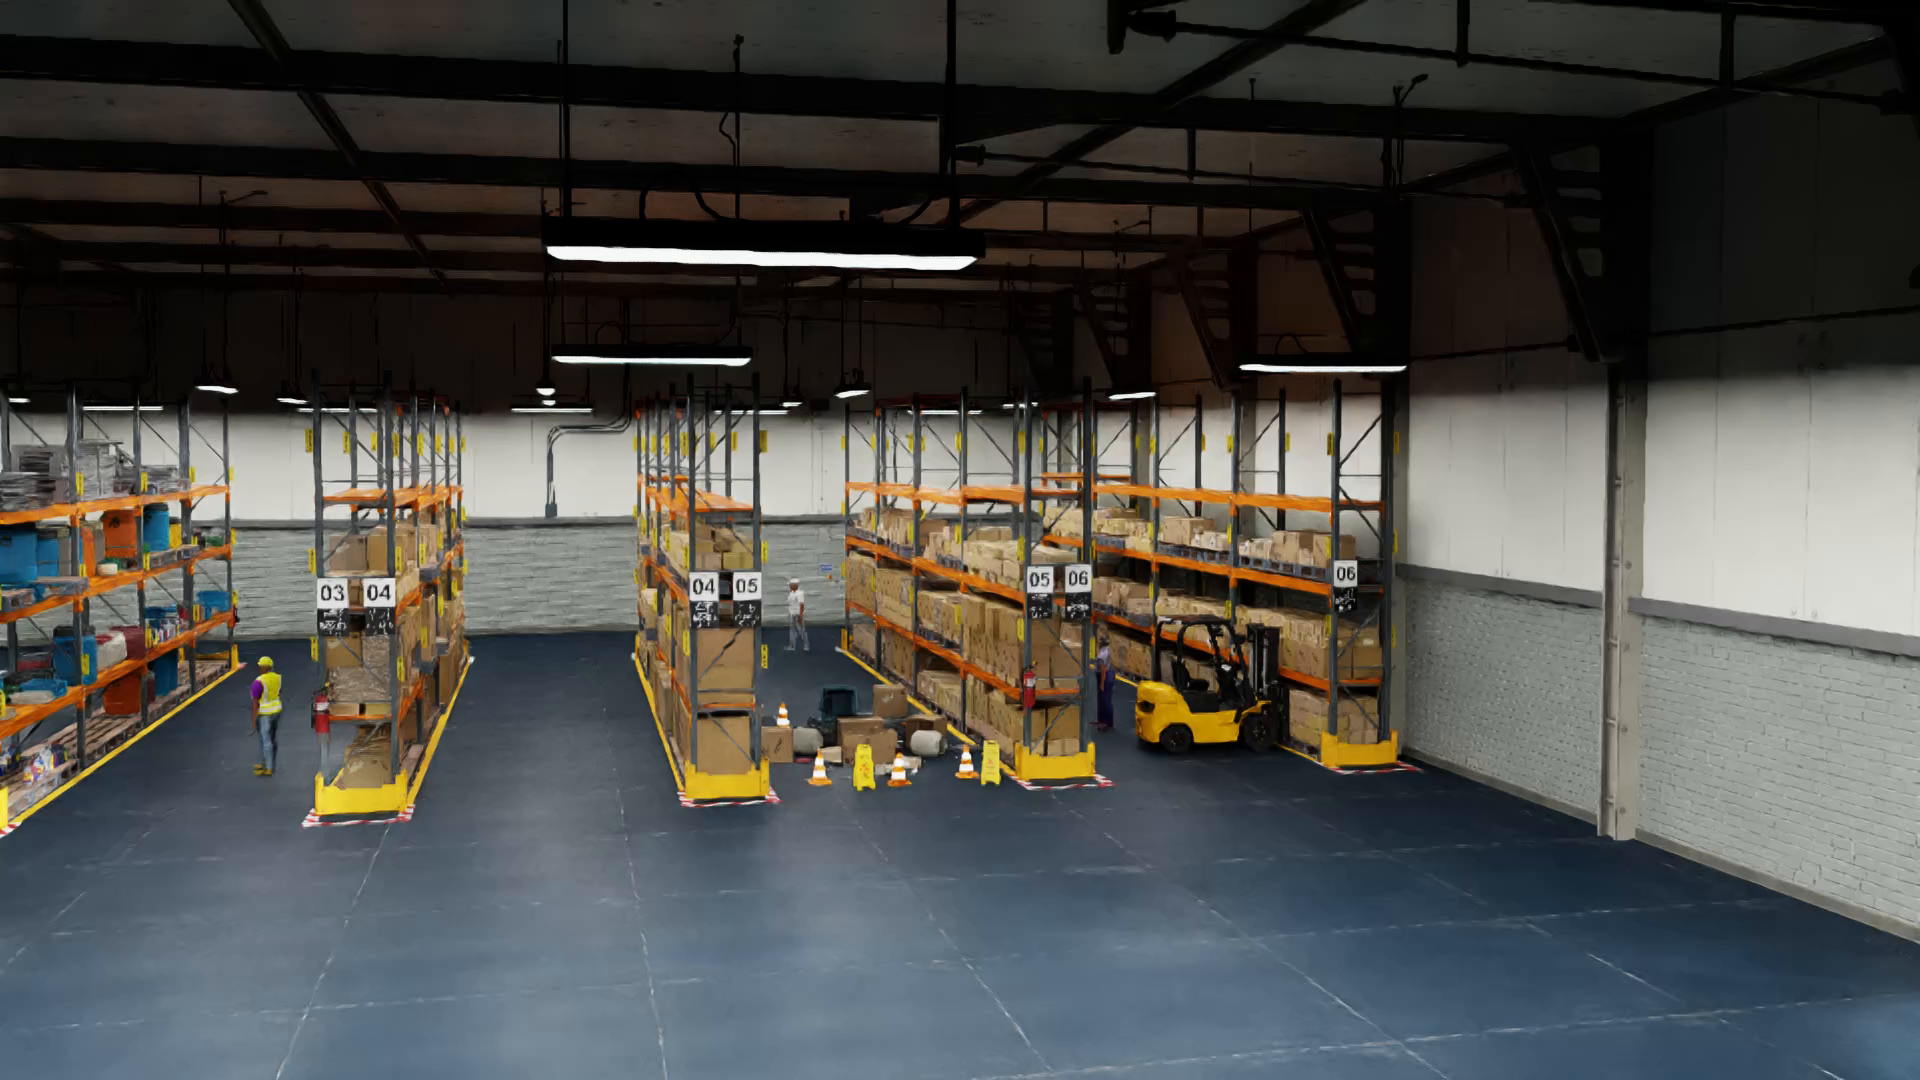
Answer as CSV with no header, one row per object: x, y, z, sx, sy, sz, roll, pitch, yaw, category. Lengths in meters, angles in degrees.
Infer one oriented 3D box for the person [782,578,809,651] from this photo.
-3.960,1.801,40.262,0.543,1.770,0.681,-2,4,-32,person

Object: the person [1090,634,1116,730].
2.502,2.488,29.263,0.471,1.640,0.523,1,3,16,person

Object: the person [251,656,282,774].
-10.597,2.643,25.300,0.502,1.764,0.624,1,3,18,person
